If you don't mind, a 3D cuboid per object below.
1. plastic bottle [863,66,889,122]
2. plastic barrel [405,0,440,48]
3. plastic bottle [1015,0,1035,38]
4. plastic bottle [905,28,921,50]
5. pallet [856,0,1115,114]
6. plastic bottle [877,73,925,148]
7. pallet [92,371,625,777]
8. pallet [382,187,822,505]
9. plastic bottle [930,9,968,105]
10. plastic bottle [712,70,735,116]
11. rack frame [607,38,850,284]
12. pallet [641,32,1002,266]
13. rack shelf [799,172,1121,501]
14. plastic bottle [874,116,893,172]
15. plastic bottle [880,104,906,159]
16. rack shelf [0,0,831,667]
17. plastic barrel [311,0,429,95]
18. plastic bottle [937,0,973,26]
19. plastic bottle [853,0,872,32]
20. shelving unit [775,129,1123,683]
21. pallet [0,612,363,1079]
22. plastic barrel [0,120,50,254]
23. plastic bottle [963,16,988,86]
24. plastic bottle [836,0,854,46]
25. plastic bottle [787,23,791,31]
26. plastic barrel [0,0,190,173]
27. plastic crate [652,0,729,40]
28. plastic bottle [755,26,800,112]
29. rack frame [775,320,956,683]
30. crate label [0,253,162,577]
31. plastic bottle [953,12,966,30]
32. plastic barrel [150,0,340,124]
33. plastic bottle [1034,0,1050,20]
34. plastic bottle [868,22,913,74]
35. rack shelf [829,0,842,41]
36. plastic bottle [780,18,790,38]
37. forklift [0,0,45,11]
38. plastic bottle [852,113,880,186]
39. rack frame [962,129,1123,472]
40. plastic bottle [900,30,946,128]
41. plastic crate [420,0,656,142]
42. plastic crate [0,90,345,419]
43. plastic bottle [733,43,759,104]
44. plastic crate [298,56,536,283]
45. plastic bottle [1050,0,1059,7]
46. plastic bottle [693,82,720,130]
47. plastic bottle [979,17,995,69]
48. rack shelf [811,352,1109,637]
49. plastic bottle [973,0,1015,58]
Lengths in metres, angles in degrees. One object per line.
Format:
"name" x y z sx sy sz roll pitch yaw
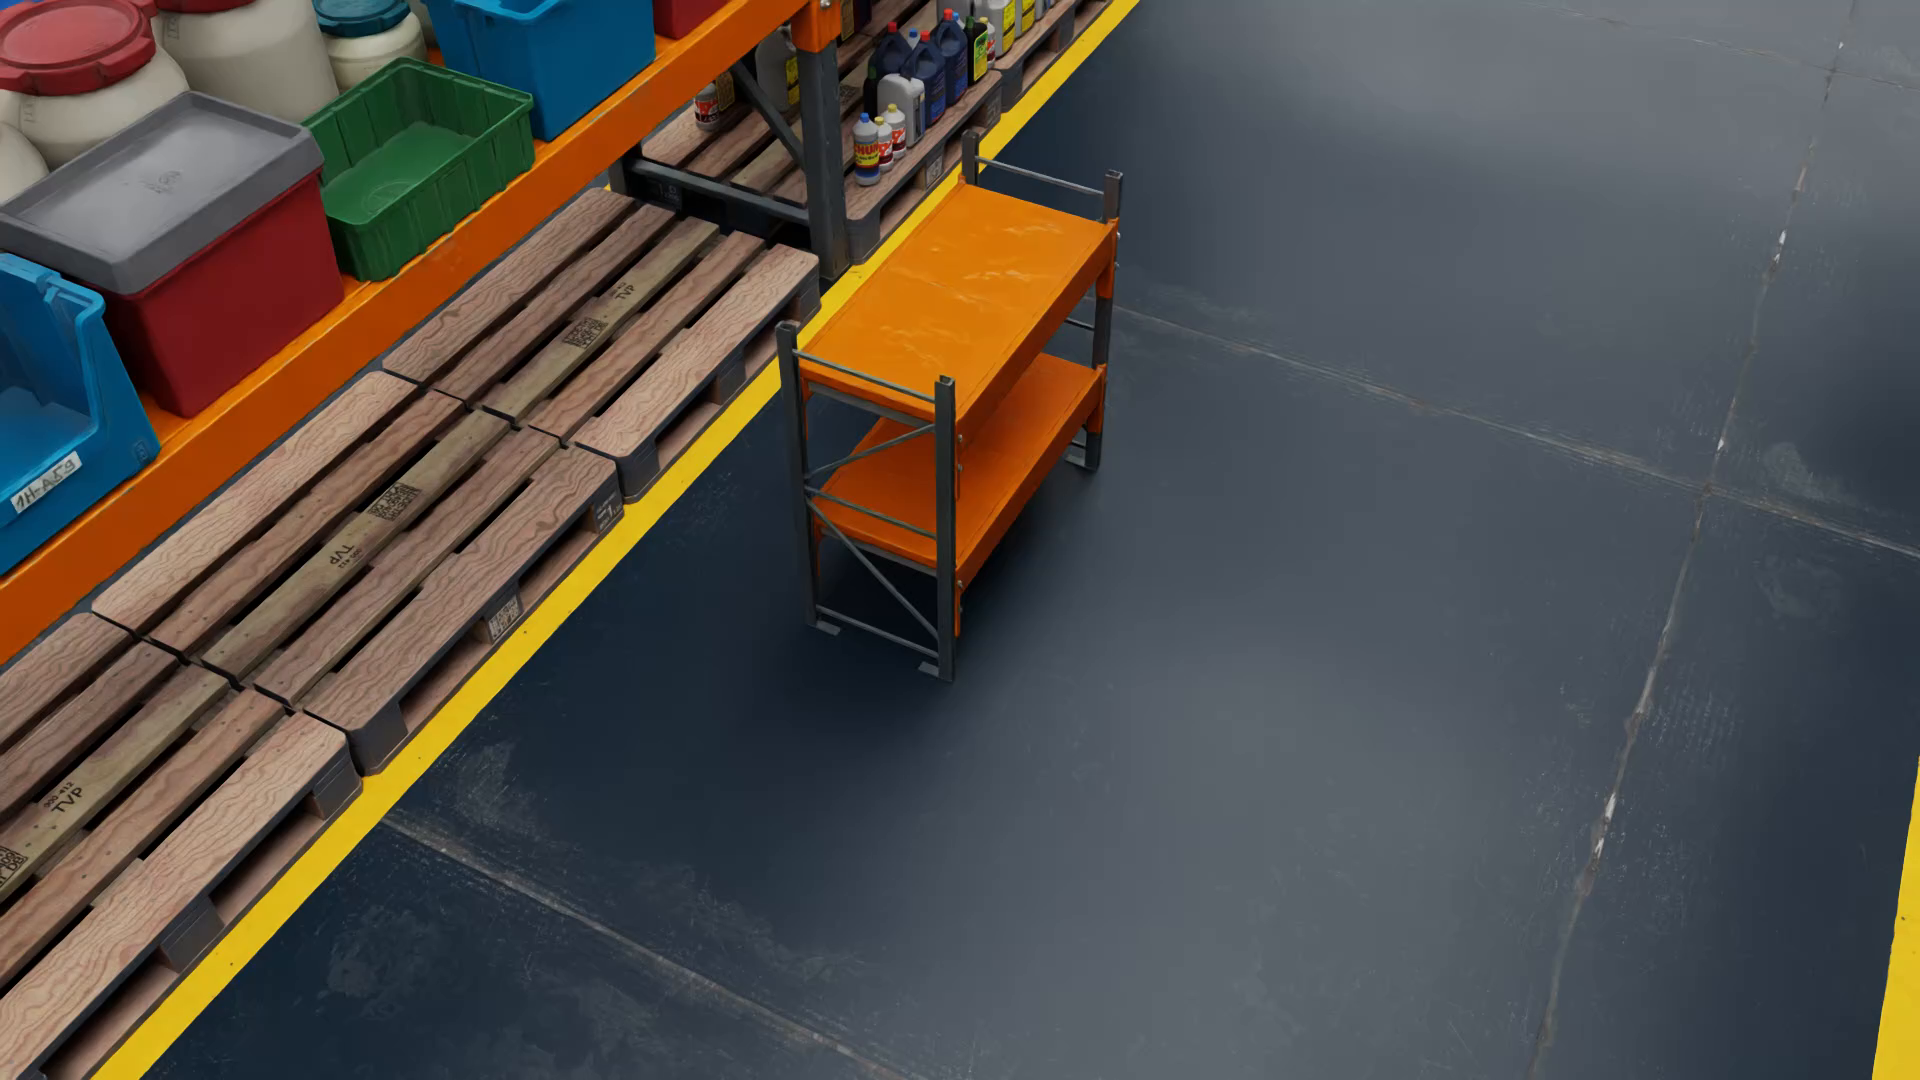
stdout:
"plastic bottle" -0.319 -1.715 6.437 0.061 0.283 0.133 20 49 19
"plastic barrel" -1.525 -1.729 4.754 0.433 0.535 0.433 0 45 0
"plastic bottle" 0.227 -2.311 6.978 0.144 0.351 0.185 22 49 21
"plastic bottle" -0.184 -1.910 6.638 0.097 0.271 0.097 0 45 0
"pallet" 0.028 -2.412 7.486 1.003 0.211 1.213 20 49 19
"plastic bottle" -0.224 -1.678 6.405 0.152 0.276 0.135 22 49 20
"pallet" -1.782 0.047 5.055 1.003 0.211 1.213 20 49 19
"pallet" -1.216 -0.724 5.817 1.003 0.211 1.213 20 49 19
"plastic bottle" -0.056 -1.926 6.597 0.144 0.351 0.185 19 48 17
"plastic bottle" -0.955 -1.824 6.544 0.061 0.283 0.133 23 50 21
"rack frame" -0.886 -2.212 5.327 1.000 3.000 0.127 20 49 19
"pallet" -0.537 -1.641 6.723 1.003 0.211 1.213 20 49 19
"rack shelf" -0.003 -0.597 4.638 0.538 0.278 1.000 20 49 19
"plastic bottle" -0.303 -1.503 6.284 0.097 0.201 0.097 0 45 0
"plastic bottle" -0.256 -1.567 6.348 0.097 0.201 0.097 0 45 0
"rack shelf" -1.815 -0.699 4.338 1.077 0.370 4.000 20 49 19
"plastic barrel" -1.636 -1.380 4.602 0.301 0.262 0.301 0 45 0
"plastic bottle" -0.002 -2.200 6.921 0.152 0.276 0.135 20 49 19
"plastic bottle" -0.430 -2.303 7.018 0.061 0.283 0.133 20 49 19
"shelving unit" -0.003 -0.391 4.846 0.538 1.125 1.048 20 49 19
"pallet" -2.349 0.813 4.298 1.003 0.211 1.213 20 49 19
"plastic barrel" -2.259 -0.715 3.769 0.421 0.512 0.421 0 45 0
"plastic bottle" 0.057 -1.992 6.710 0.061 0.283 0.133 23 50 21
"plastic bottle" -0.501 -2.219 6.935 0.061 0.283 0.133 20 49 19
"plastic bottle" -0.611 -1.998 6.721 0.152 0.276 0.135 20 49 19
"plastic barrel" -2.066 -0.994 4.028 0.433 0.535 0.433 0 45 0
"plastic crate" -0.840 -1.828 4.903 0.402 0.464 0.583 20 49 19
"plastic bottle" -0.715 -1.889 6.561 0.144 0.351 0.185 20 49 19
"rack frame" -0.239 -0.071 4.529 0.500 1.125 0.032 20 49 19
"crate label" -2.042 -0.241 3.354 0.502 0.435 0.616 20 49 19
"plastic bottle" -0.021 -2.003 6.729 0.097 0.271 0.097 0 45 0
"plastic barrel" -1.865 -1.267 4.298 0.433 0.535 0.433 0 45 0
"plastic bottle" 0.301 -2.390 7.109 0.152 0.276 0.135 19 48 18
"plastic bottle" -0.272 -1.854 6.527 0.144 0.351 0.185 20 49 19
"rack shelf" 0.042 -3.219 6.828 1.077 0.370 4.000 20 49 19
"plastic bottle" -0.753 -2.057 6.727 0.144 0.351 0.185 18 48 17
"forklift" -3.864 -3.017 6.171 3.031 2.935 1.130 27 51 24
"plastic bottle" -0.350 -1.463 6.196 0.097 0.271 0.097 0 45 0
"rack frame" 0.233 -0.711 5.162 0.500 1.125 0.032 20 49 19
"plastic bottle" -0.144 -1.807 6.480 0.144 0.351 0.185 22 49 20
"plastic crate" -1.123 -1.408 4.544 0.392 0.384 0.575 20 49 19
"plastic crate" -1.722 -0.631 3.720 0.402 0.464 0.583 20 49 19
"plastic bottle" -0.842 -1.936 6.608 0.144 0.351 0.185 19 48 18
"plastic crate" -1.445 -0.947 4.226 0.450 0.188 0.662 20 49 19
"plastic bottle" 0.365 -2.477 7.195 0.152 0.276 0.135 21 49 19
"plastic bottle" -0.994 -1.714 6.493 0.097 0.201 0.097 0 45 0
"plastic bottle" 0.096 -2.044 6.819 0.097 0.201 0.097 0 45 0
"rack shelf" -0.003 -0.219 5.020 0.538 0.278 1.000 20 49 19
"plastic bottle" 0.141 -2.193 6.862 0.144 0.351 0.185 20 49 19
